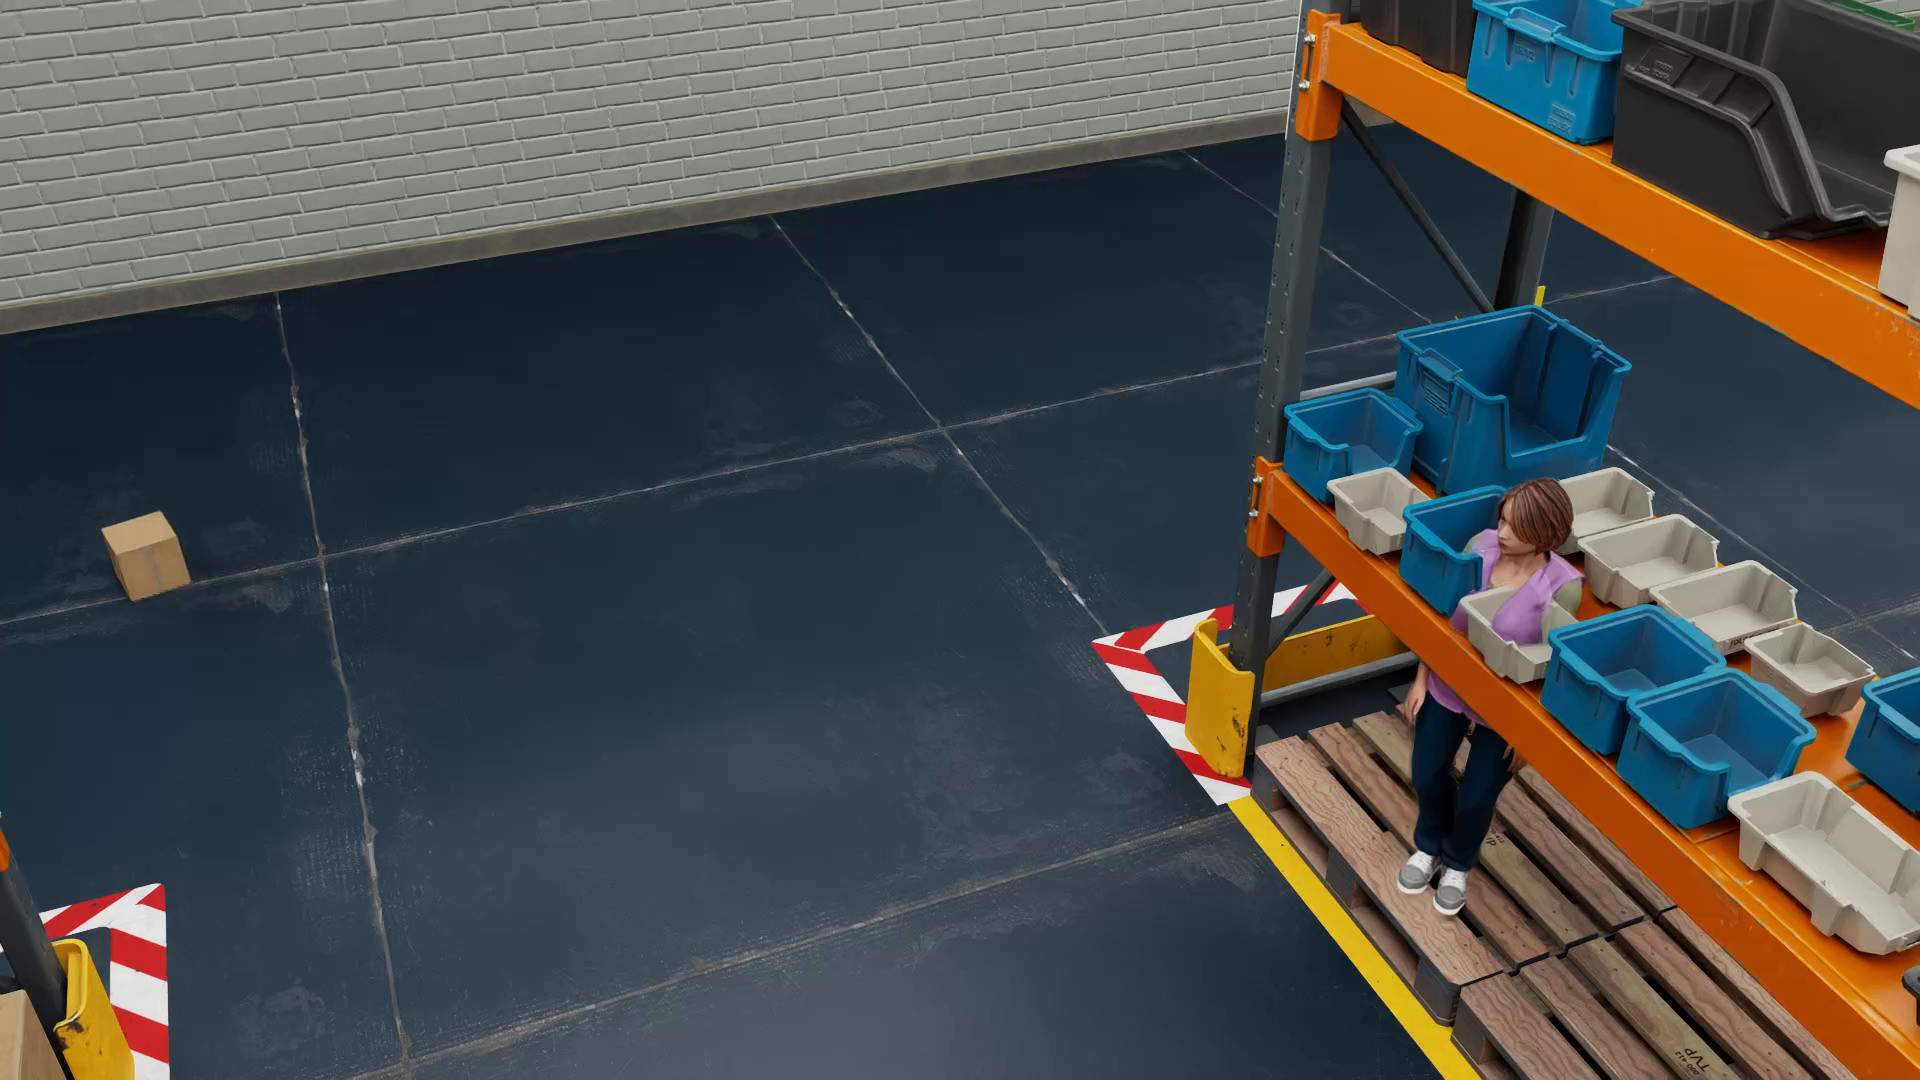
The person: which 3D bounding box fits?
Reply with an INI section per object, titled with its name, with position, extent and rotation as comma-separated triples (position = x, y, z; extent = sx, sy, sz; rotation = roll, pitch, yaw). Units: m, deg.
[person]
position = 1.600, 0.492, 5.070
extent = 0.431, 1.581, 0.310
rotation = 27, 42, 34
